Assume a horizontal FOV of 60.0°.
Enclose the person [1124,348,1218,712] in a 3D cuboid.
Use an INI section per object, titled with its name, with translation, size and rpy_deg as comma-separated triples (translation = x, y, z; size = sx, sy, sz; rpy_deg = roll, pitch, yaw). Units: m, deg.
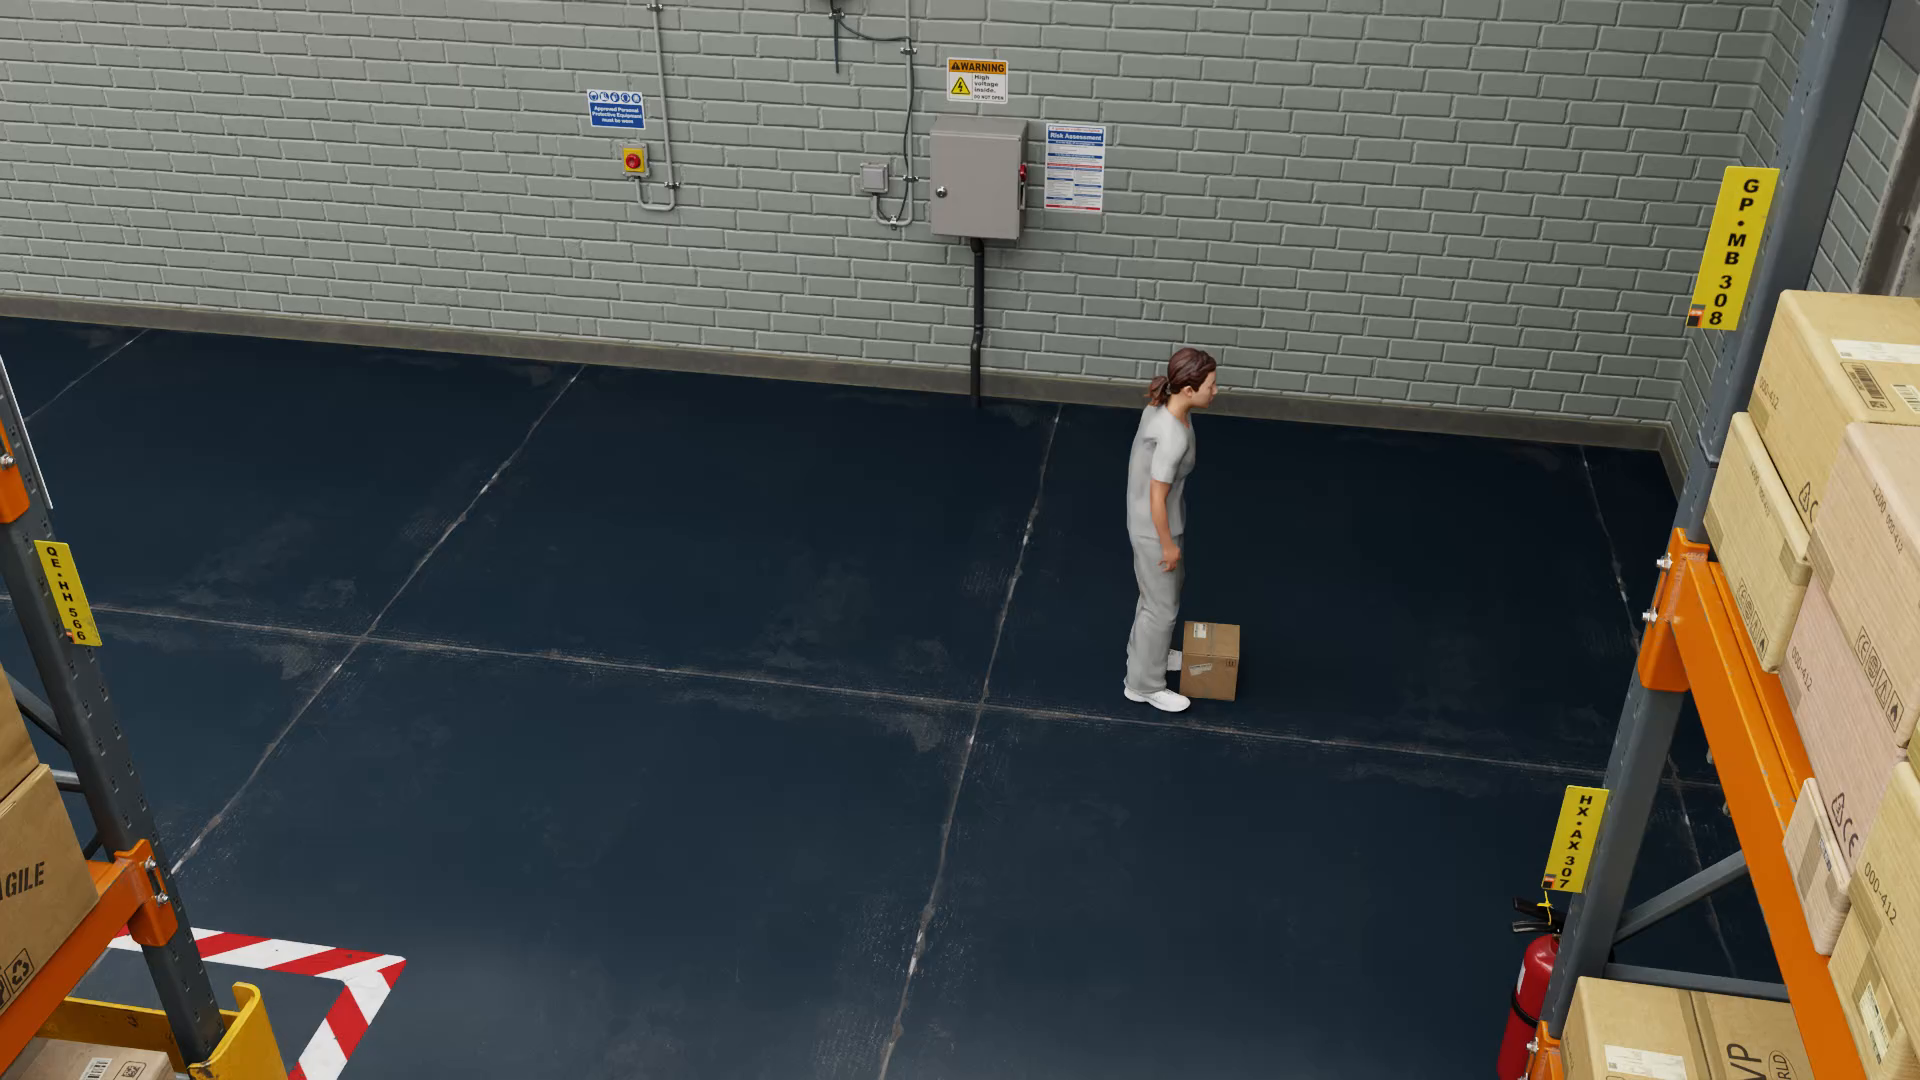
[person]
translation = 0.895, -0.057, 7.248
size = 0.352, 1.652, 0.496
rpy_deg = 5, 33, 8
